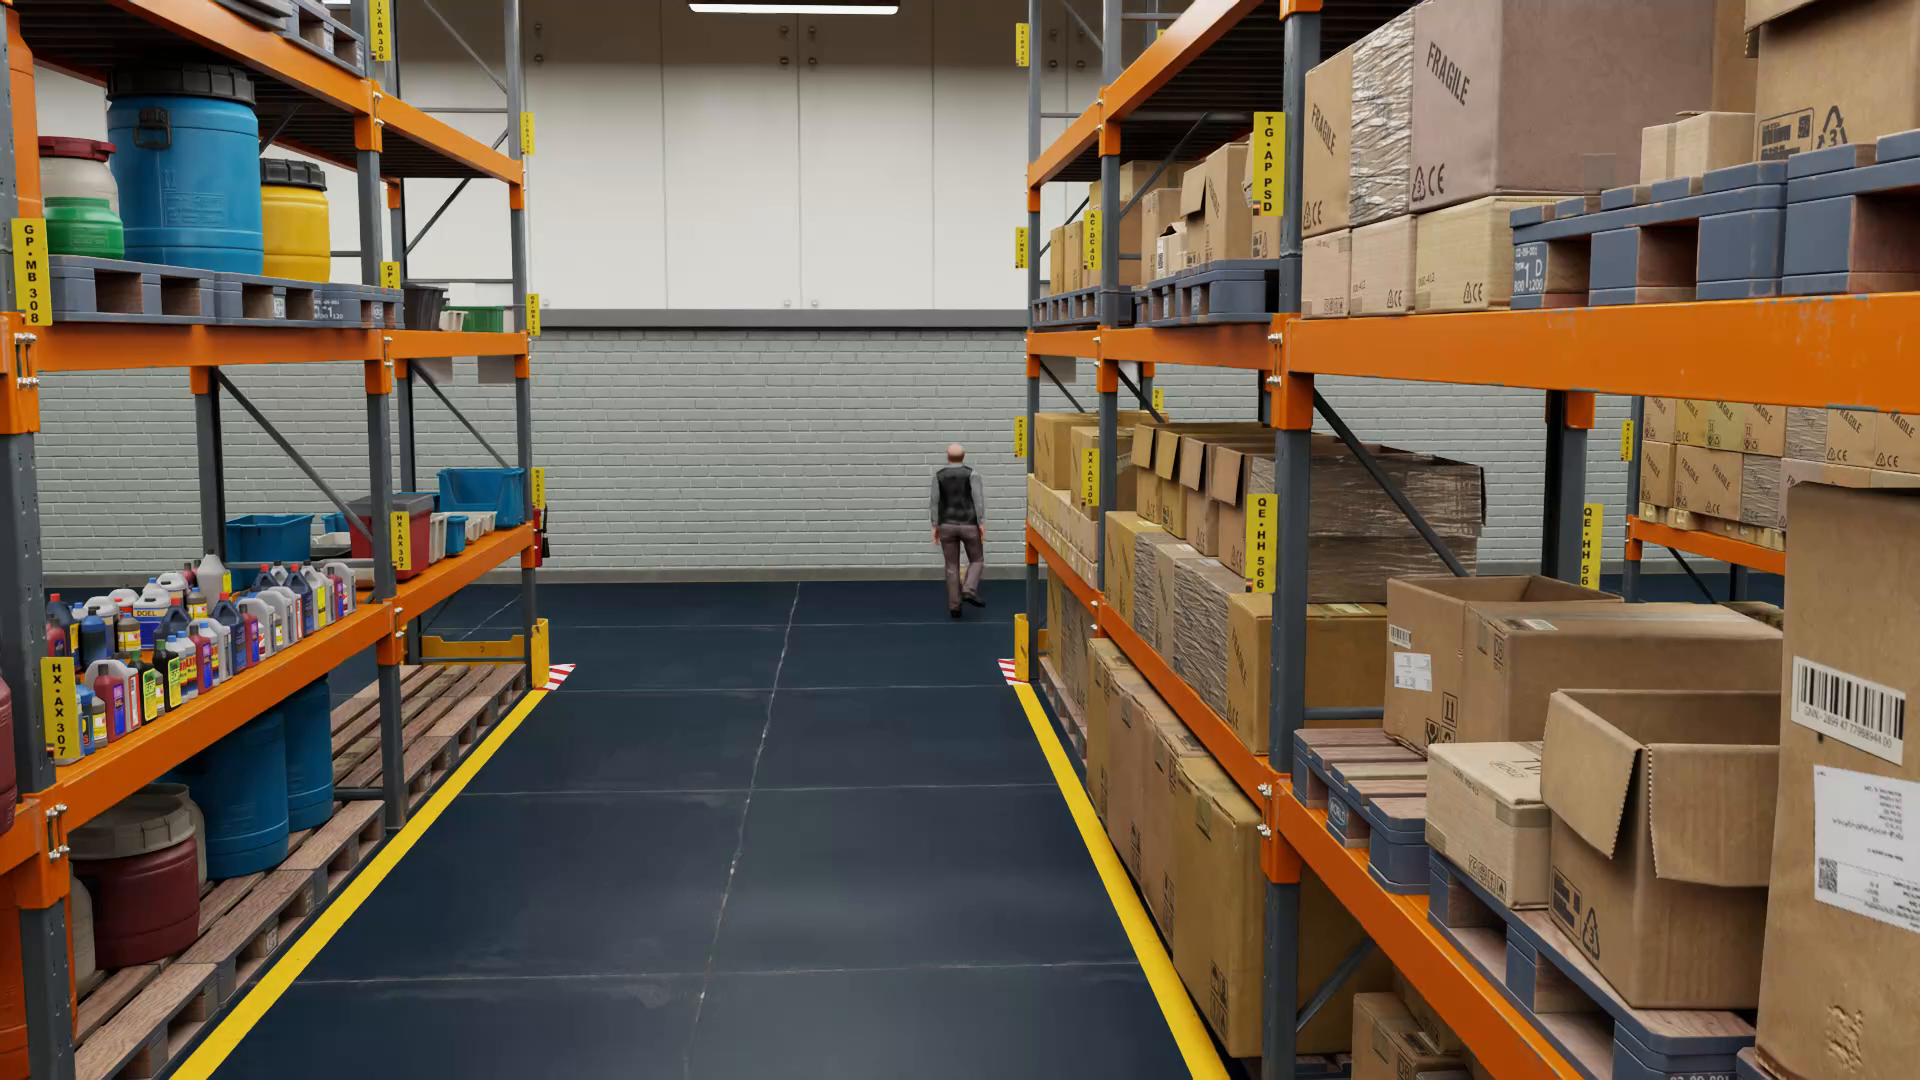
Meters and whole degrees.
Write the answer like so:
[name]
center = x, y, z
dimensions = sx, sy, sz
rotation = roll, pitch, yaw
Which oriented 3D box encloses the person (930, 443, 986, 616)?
[person]
center = -0.021, -0.103, 16.639
dimensions = 0.583, 1.714, 0.490
rotation = 1, 7, 8
